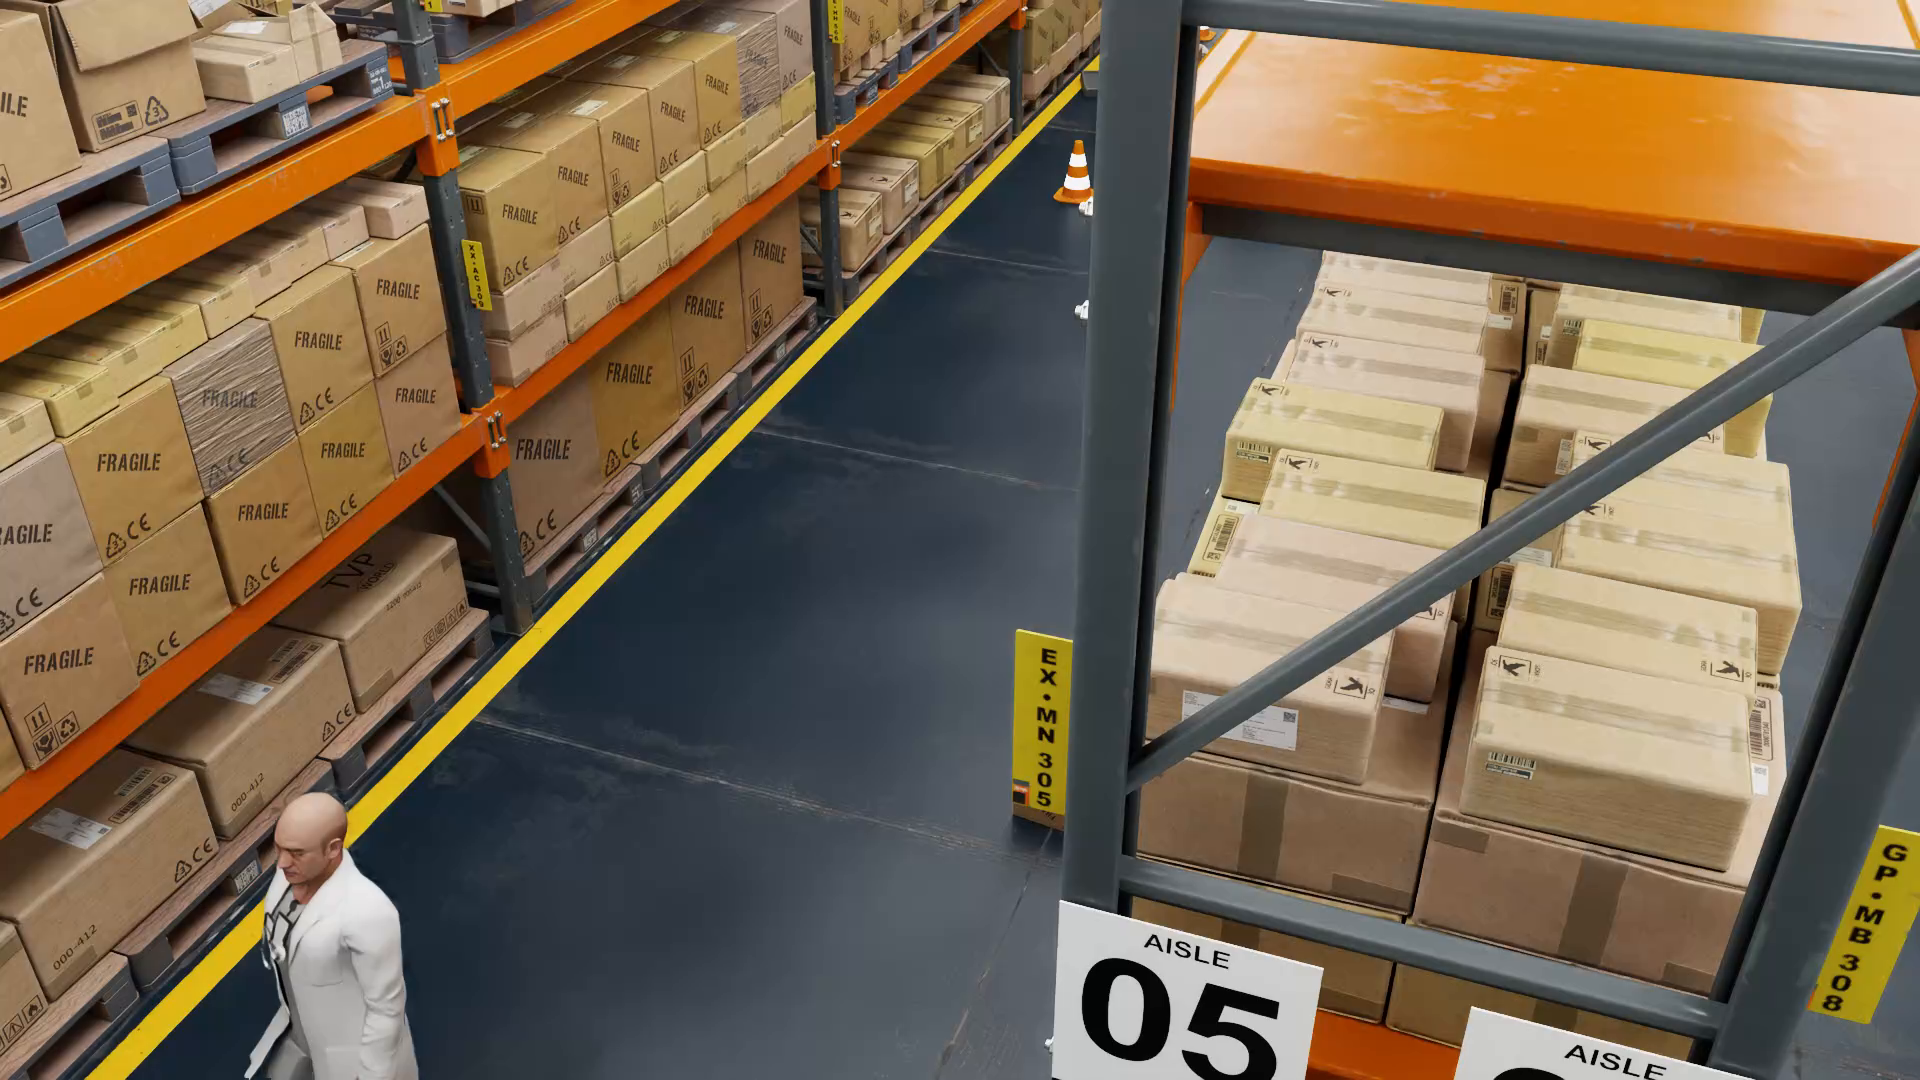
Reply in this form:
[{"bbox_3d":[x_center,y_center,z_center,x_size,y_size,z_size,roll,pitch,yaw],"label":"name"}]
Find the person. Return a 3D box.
[{"bbox_3d":[-1.945,1.551,5.159,0.610,1.796,0.480,26,41,34],"label":"person"}]
